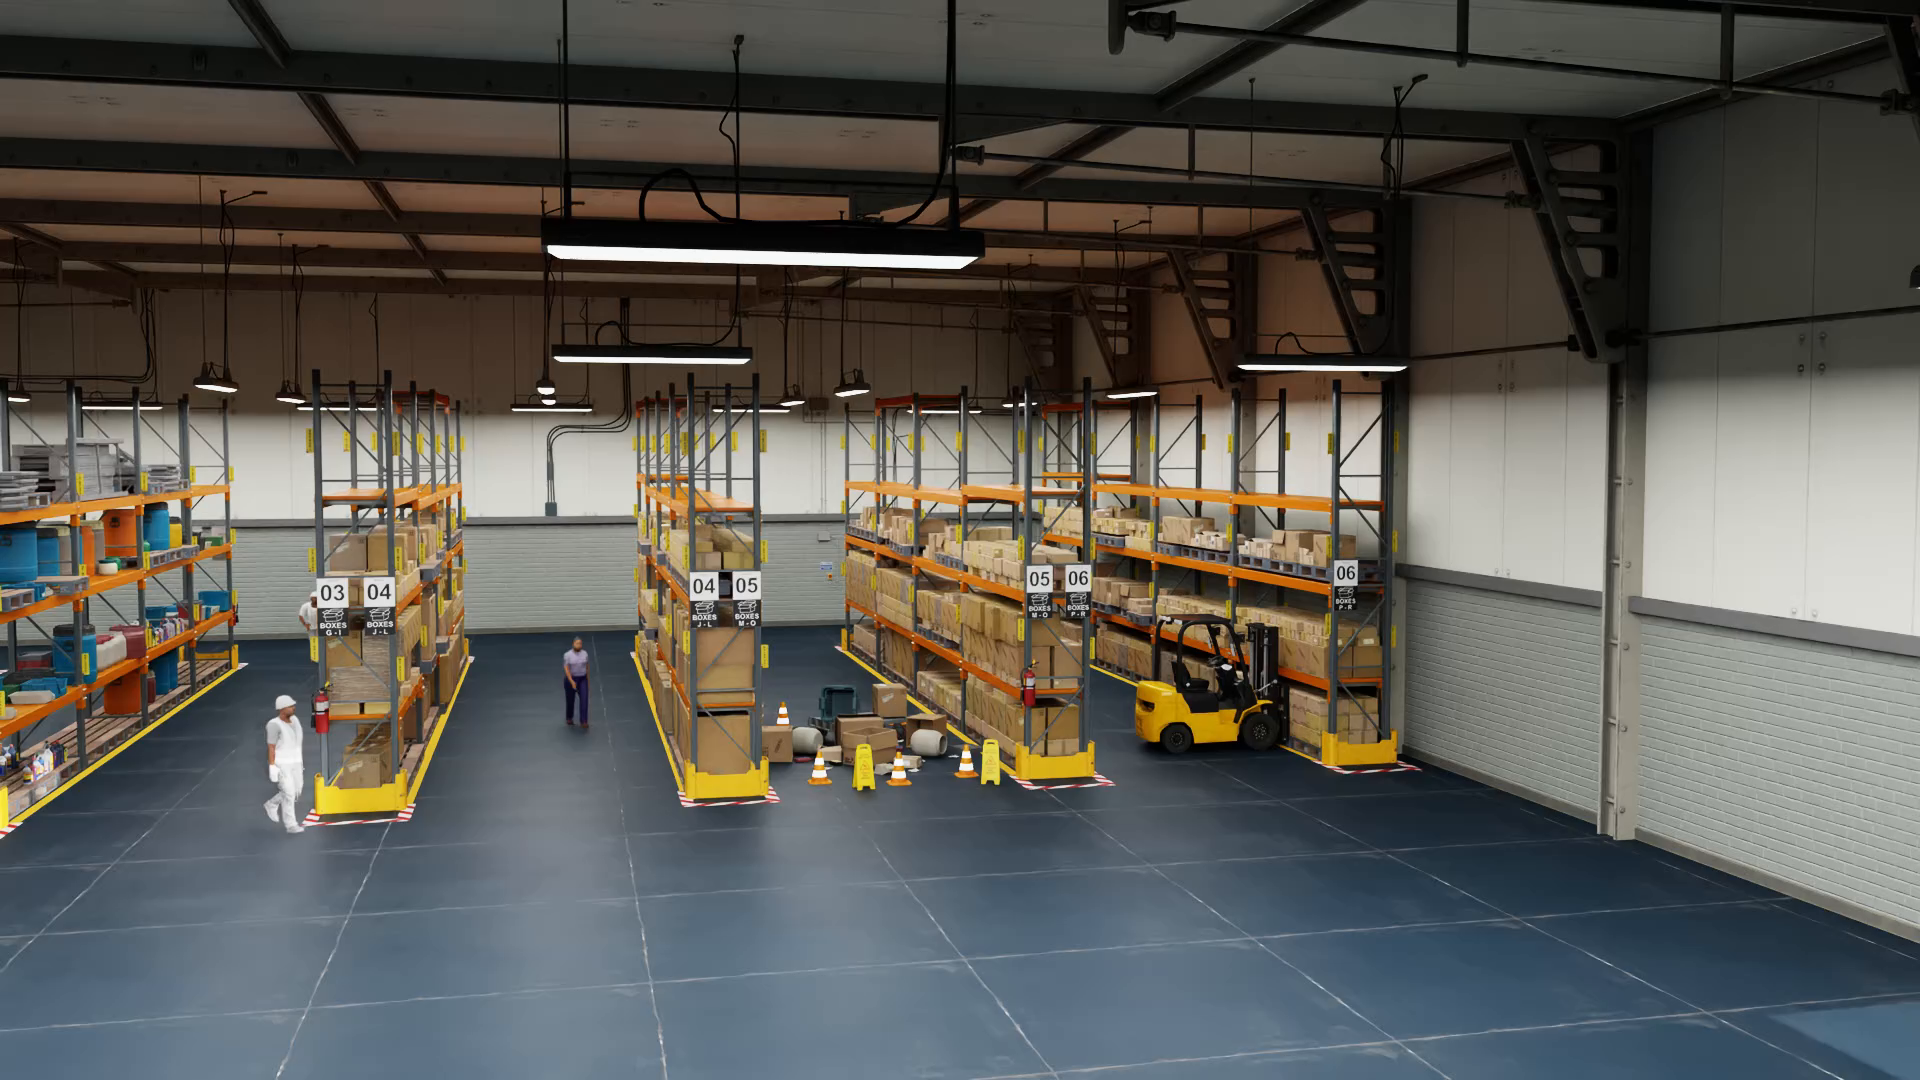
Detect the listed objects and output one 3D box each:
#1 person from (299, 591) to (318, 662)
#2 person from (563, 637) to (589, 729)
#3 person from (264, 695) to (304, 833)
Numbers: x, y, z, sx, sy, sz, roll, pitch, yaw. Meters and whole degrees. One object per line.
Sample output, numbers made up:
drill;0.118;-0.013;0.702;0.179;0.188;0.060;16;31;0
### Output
person;-14.678;1.983;37.909;0.673;1.663;0.697;0;3;-6
person;-6.744;2.508;29.327;0.480;1.570;0.984;-2;4;-26
person;-8.740;2.871;21.449;0.827;1.763;0.566;2;4;26
